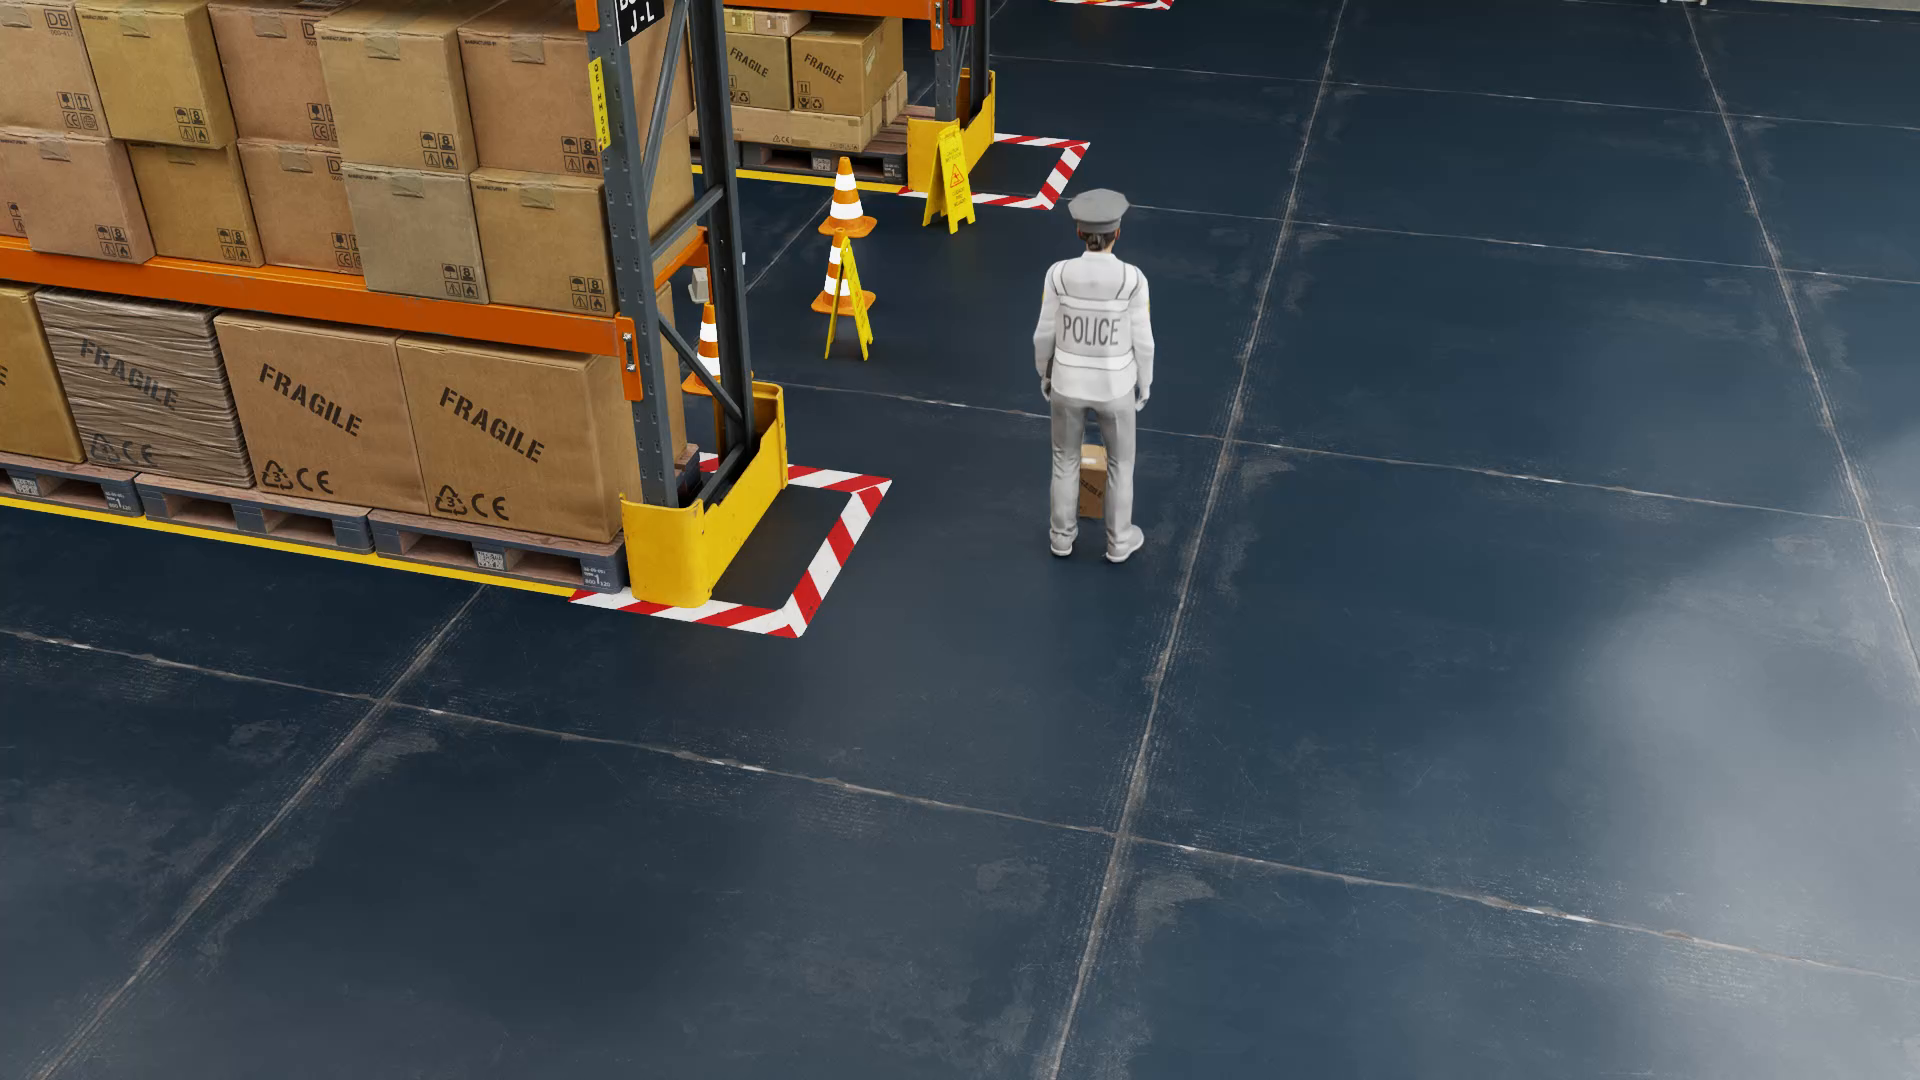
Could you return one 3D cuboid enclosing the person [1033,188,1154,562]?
[{"bbox_3d":[0.571,-0.661,7.151,0.513,1.665,0.360,7,34,11],"label":"person"}]
